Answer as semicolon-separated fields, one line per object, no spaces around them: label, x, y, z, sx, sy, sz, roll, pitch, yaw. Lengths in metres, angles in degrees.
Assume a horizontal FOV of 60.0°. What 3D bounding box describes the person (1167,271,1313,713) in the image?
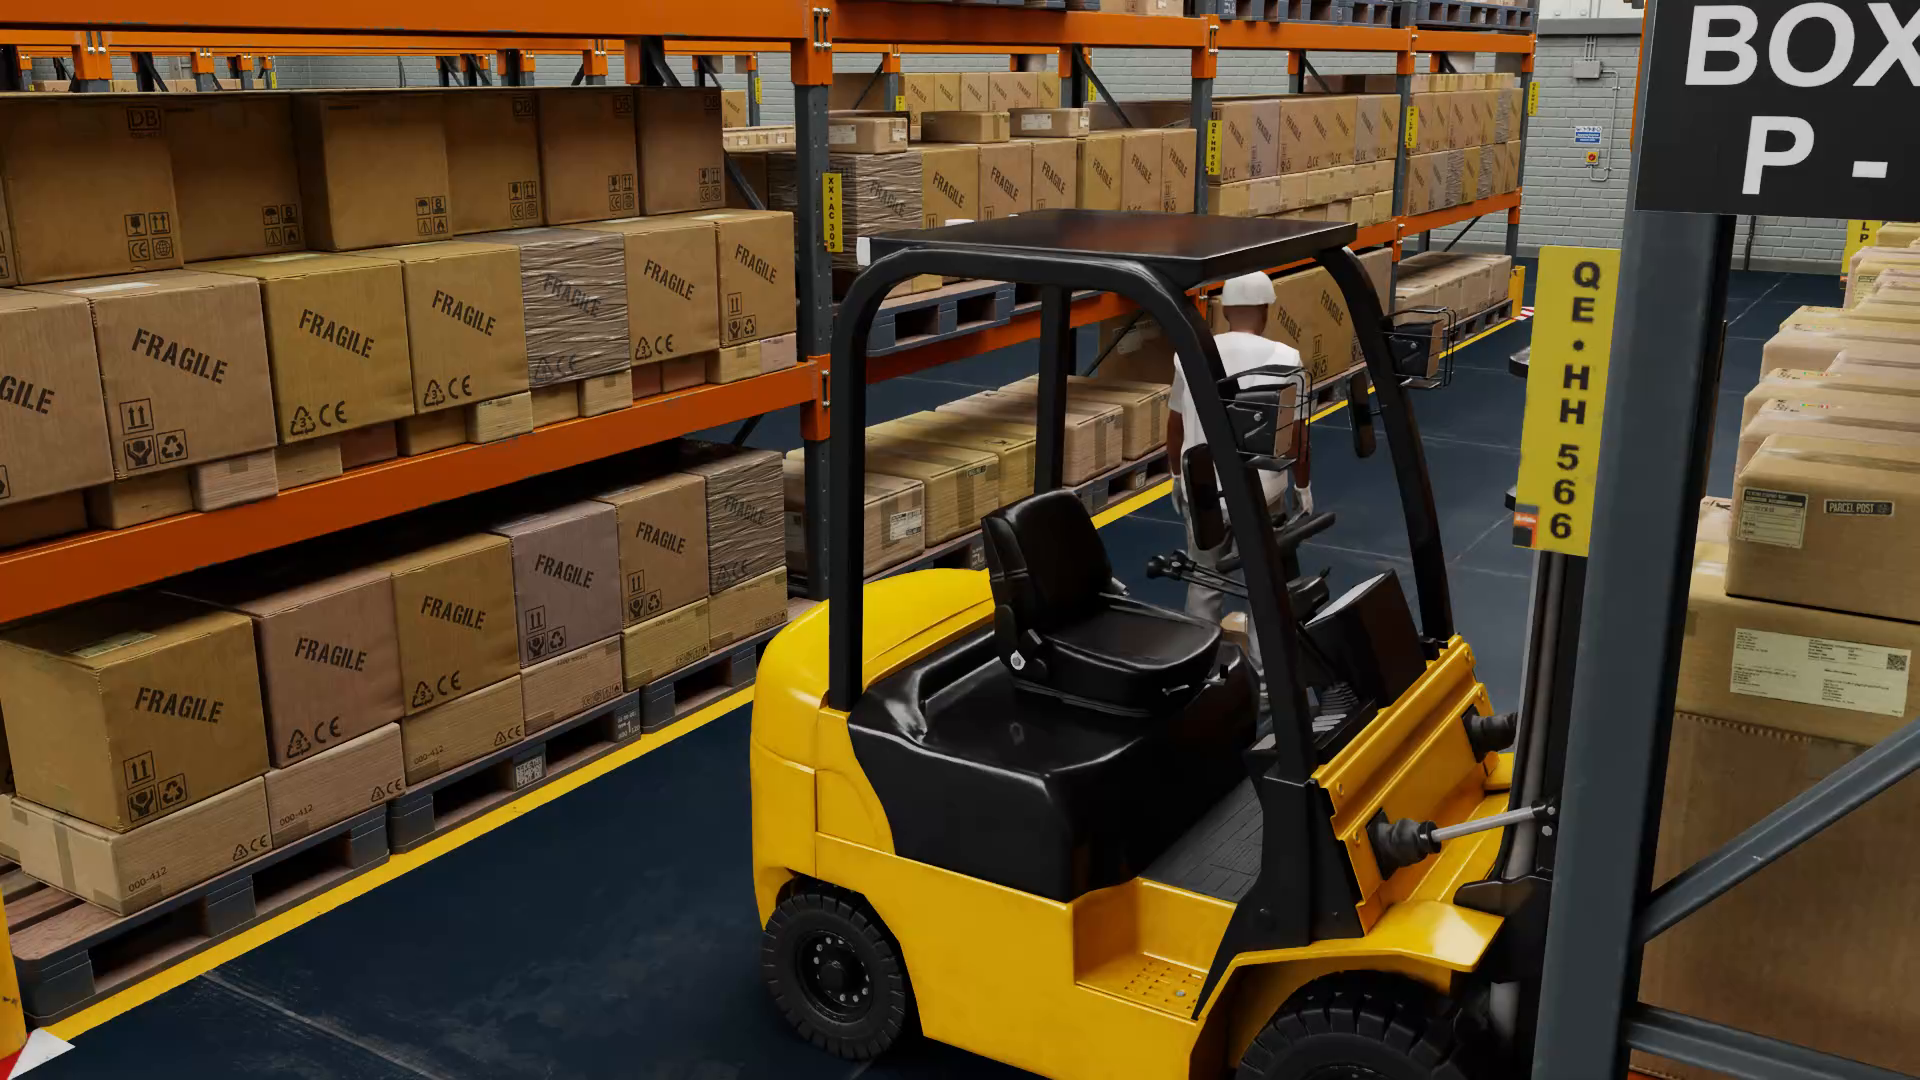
person;1.121;-0.199;6.706;0.598;1.774;0.442;9;18;28
